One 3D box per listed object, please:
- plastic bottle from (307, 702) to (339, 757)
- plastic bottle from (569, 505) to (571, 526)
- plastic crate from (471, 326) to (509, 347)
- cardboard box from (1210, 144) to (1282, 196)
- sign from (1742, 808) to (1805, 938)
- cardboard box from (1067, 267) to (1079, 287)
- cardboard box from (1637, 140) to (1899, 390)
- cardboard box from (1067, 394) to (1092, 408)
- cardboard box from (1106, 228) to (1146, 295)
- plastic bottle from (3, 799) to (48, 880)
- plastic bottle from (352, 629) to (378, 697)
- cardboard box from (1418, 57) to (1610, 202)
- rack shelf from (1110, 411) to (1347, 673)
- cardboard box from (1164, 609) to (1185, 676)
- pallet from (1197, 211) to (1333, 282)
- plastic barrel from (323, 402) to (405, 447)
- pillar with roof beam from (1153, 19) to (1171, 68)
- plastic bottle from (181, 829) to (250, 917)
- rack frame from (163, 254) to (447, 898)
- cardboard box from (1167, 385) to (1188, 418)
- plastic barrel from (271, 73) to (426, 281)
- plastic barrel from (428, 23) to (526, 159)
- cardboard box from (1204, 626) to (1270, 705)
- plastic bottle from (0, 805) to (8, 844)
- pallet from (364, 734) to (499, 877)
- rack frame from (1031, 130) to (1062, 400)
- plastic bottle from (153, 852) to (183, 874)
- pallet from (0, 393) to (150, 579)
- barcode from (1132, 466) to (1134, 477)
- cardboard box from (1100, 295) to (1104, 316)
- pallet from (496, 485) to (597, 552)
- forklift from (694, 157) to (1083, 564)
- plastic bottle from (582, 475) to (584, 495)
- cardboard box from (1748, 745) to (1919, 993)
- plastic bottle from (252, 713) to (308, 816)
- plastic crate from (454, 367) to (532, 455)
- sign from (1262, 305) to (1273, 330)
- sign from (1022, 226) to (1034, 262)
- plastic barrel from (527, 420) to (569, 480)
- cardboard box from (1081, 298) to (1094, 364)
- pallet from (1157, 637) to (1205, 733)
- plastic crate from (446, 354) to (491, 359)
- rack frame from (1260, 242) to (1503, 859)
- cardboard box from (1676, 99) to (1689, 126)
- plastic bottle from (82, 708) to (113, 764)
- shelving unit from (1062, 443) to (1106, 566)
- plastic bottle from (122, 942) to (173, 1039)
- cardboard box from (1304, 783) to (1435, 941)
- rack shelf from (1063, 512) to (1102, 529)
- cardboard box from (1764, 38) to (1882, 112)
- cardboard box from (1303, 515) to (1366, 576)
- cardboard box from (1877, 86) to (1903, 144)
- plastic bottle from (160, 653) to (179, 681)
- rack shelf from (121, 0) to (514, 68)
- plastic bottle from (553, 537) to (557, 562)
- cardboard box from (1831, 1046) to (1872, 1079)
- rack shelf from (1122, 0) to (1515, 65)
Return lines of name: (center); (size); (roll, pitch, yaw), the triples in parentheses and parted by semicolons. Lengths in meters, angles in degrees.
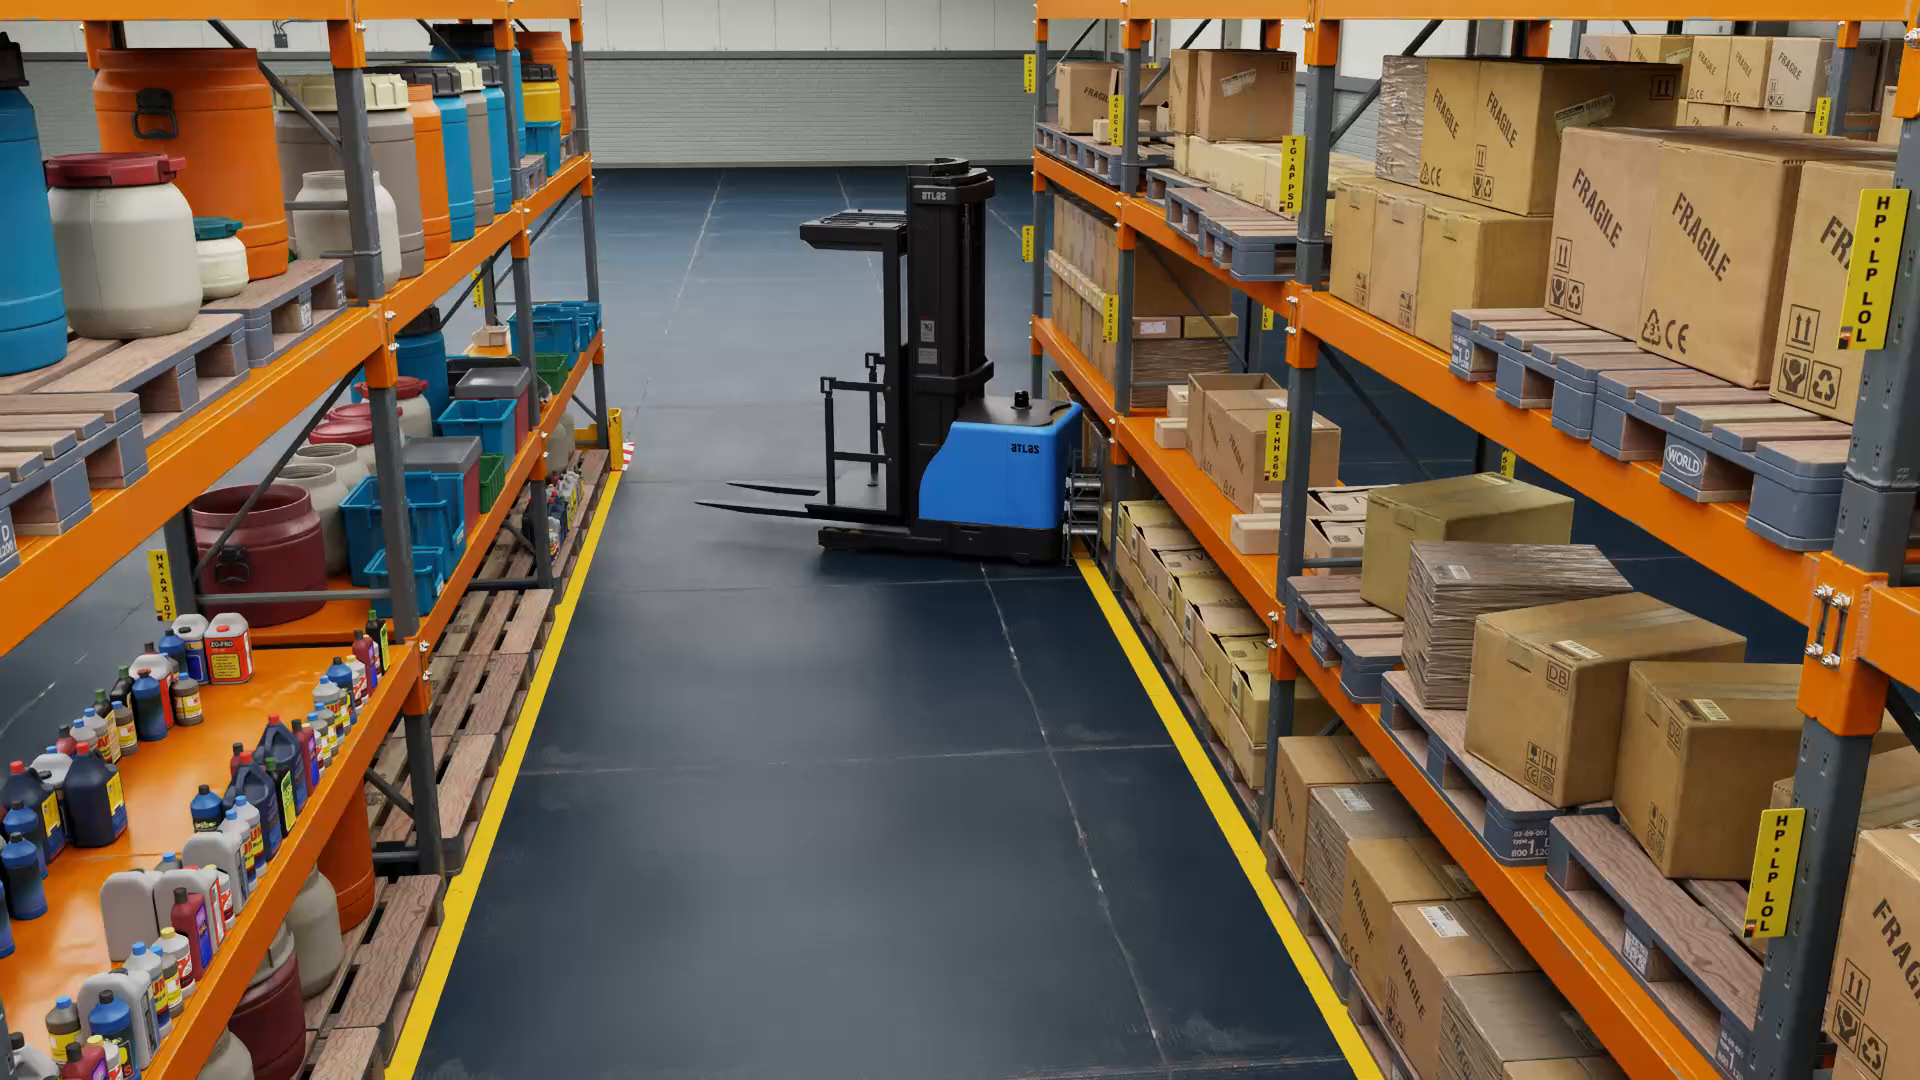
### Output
plastic bottle: (-2.394, 0.709, 6.242); (0.097, 0.201, 0.097); (0, 17, 0)
plastic bottle: (-3.036, -0.203, 12.753); (0.097, 0.201, 0.097); (0, 17, 0)
plastic crate: (-3.981, -1.723, 14.097); (0.298, 0.136, 0.250); (-2, 18, -6)
cardboard box: (1.723, -2.074, 9.316); (0.500, 0.250, 0.500); (-3, 18, -10)
sign: (1.861, 0.764, 3.803); (0.100, 0.325, 0.005); (-2, 18, -6)
cardboard box: (1.109, -2.203, 13.937); (0.380, 0.149, 0.250); (-2, 18, -7)
cardboard box: (2.342, -0.780, 4.610); (0.600, 0.600, 0.600); (-2, 18, -6)
cardboard box: (1.161, -0.910, 13.705); (0.500, 0.500, 0.500); (-2, 18, -6)
cardboard box: (1.482, -2.035, 12.317); (0.700, 0.500, 0.500); (-2, 18, -6)
plastic bottle: (-2.997, 0.960, 5.325); (0.097, 0.271, 0.097); (0, 17, 0)
plastic bottle: (-2.438, 0.490, 6.803); (0.061, 0.283, 0.133); (-2, 18, -6)
cardboard box: (2.091, -1.567, 6.318); (0.500, 0.500, 0.500); (-2, 18, -6)
rack shelf: (1.793, -0.146, 9.836); (1.077, 0.370, 4.000); (-2, 18, -6)
cardboard box: (1.541, 0.612, 10.109); (0.500, 0.250, 0.500); (-1, 17, -5)
pallet: (1.841, -1.434, 8.045); (1.213, 0.211, 1.003); (-1, 17, -3)
plastic barrel: (-3.384, -0.488, 9.497); (0.433, 0.535, 0.433); (0, 17, 0)
pillar with roof beam: (0.277, -12.129, 36.788); (9.100, 9.000, 0.400); (-2, 18, -6)
plastic bottle: (-2.303, 1.014, 5.145); (0.152, 0.276, 0.135); (-2, 18, -6)
rack frame: (-2.928, 0.258, 7.347); (1.000, 3.000, 0.127); (-2, 18, -6)
cardboard box: (1.681, -0.869, 11.186); (0.500, 0.250, 0.500); (-1, 17, -2)
plastic barrel: (-2.797, -1.663, 7.623); (0.600, 0.901, 0.600); (0, 17, 0)
plastic barrel: (-3.336, -3.104, 11.511); (0.600, 0.901, 0.708); (-2, 18, -6)
cardboard box: (1.641, 0.647, 9.061); (0.500, 0.311, 0.500); (-2, 18, -6)
plastic bottle: (-3.074, 0.962, 5.299); (0.061, 0.283, 0.133); (-2, 18, -6)
pallet: (-2.969, 1.357, 8.504); (1.003, 0.211, 1.213); (-2, 18, -6)
rack frame: (1.174, -2.277, 15.423); (1.000, 3.000, 0.127); (-2, 18, -6)
plastic bottle: (-2.426, 1.059, 5.126); (0.097, 0.201, 0.097); (0, 17, 0)
pallet: (-2.693, -0.122, 3.864); (1.213, 0.211, 1.003); (-2, 18, -6)
barcode: (1.199, -0.472, 11.508); (0.001, 0.075, 0.075); (-2, 18, -6)
cardboard box: (1.265, -1.747, 12.484); (0.380, 0.149, 0.250); (-2, 18, -6)
pallet: (-3.497, -0.169, 13.362); (1.003, 0.211, 1.213); (-2, 18, -6)
forklift: (-0.598, -1.453, 12.911); (3.031, 2.935, 1.130); (5, 18, 16)
plastic bottle: (-3.127, -0.466, 13.592); (0.097, 0.201, 0.097); (0, 17, 0)
cardboard box: (2.586, 0.902, 4.428); (0.700, 0.500, 0.500); (-8, 19, -24)
plastic bottle: (-2.369, 0.778, 5.773); (0.144, 0.351, 0.185); (-2, 18, -6)
plastic crate: (-2.986, -0.829, 10.704); (0.402, 0.464, 0.583); (-2, 18, -6)
sign: (2.126, -1.620, 11.528); (0.100, 0.325, 0.005); (-2, 18, -6)
sign: (0.622, -2.713, 15.232); (0.100, 0.325, 0.005); (-2, 18, -6)
plastic barrel: (-3.557, -0.796, 14.156); (0.421, 0.512, 0.421); (0, 17, 0)
cardboard box: (1.372, -1.724, 13.495); (0.700, 0.500, 0.500); (-1, 17, -4)
pallet: (1.831, 0.828, 10.189); (1.003, 0.211, 1.213); (-2, 18, -6)
plastic crate: (-3.724, -1.184, 12.189); (0.499, 0.251, 0.616); (-2, 18, -6)
rack frame: (2.000, 0.106, 7.831); (1.000, 3.000, 0.127); (-2, 18, -6)
cardboard box: (6.041, -3.338, 13.593); (0.500, 0.500, 0.500); (-1, 17, -2)
plastic bottle: (-3.135, 0.740, 6.026); (0.097, 0.271, 0.097); (0, 17, 0)
shelving unit: (0.925, -0.265, 12.476); (0.258, 0.900, 0.210); (1, 15, -7)
plastic bottle: (-2.206, 1.217, 4.507); (0.097, 0.271, 0.097); (0, 17, 0)
cardboard box: (1.822, 1.389, 7.183); (0.500, 0.500, 0.500); (-2, 18, -8)
rack shelf: (0.920, -0.146, 12.507); (0.258, 0.077, 0.200); (1, 15, -7)
cardboard box: (6.193, -3.346, 11.949); (0.500, 0.500, 0.500); (-3, 18, -10)
cardboard box: (2.006, 0.039, 8.194); (0.500, 0.311, 0.500); (-1, 17, -2)
cardboard box: (6.491, -2.753, 11.064); (0.500, 0.500, 0.500); (1, 17, 2)
plastic bottle: (-3.210, 0.556, 6.729); (0.097, 0.201, 0.097); (0, 17, 0)
rack shelf: (-3.134, -2.666, 8.514); (1.077, 0.370, 4.000); (-2, 18, -6)
plastic bottle: (-2.948, 0.053, 11.938); (0.097, 0.201, 0.097); (0, 17, 0)
cardboard box: (2.194, 1.411, 3.509); (0.500, 0.500, 0.500); (-1, 17, -4)
rack shelf: (1.793, -2.818, 8.998); (1.077, 0.370, 4.000); (-2, 18, -6)
